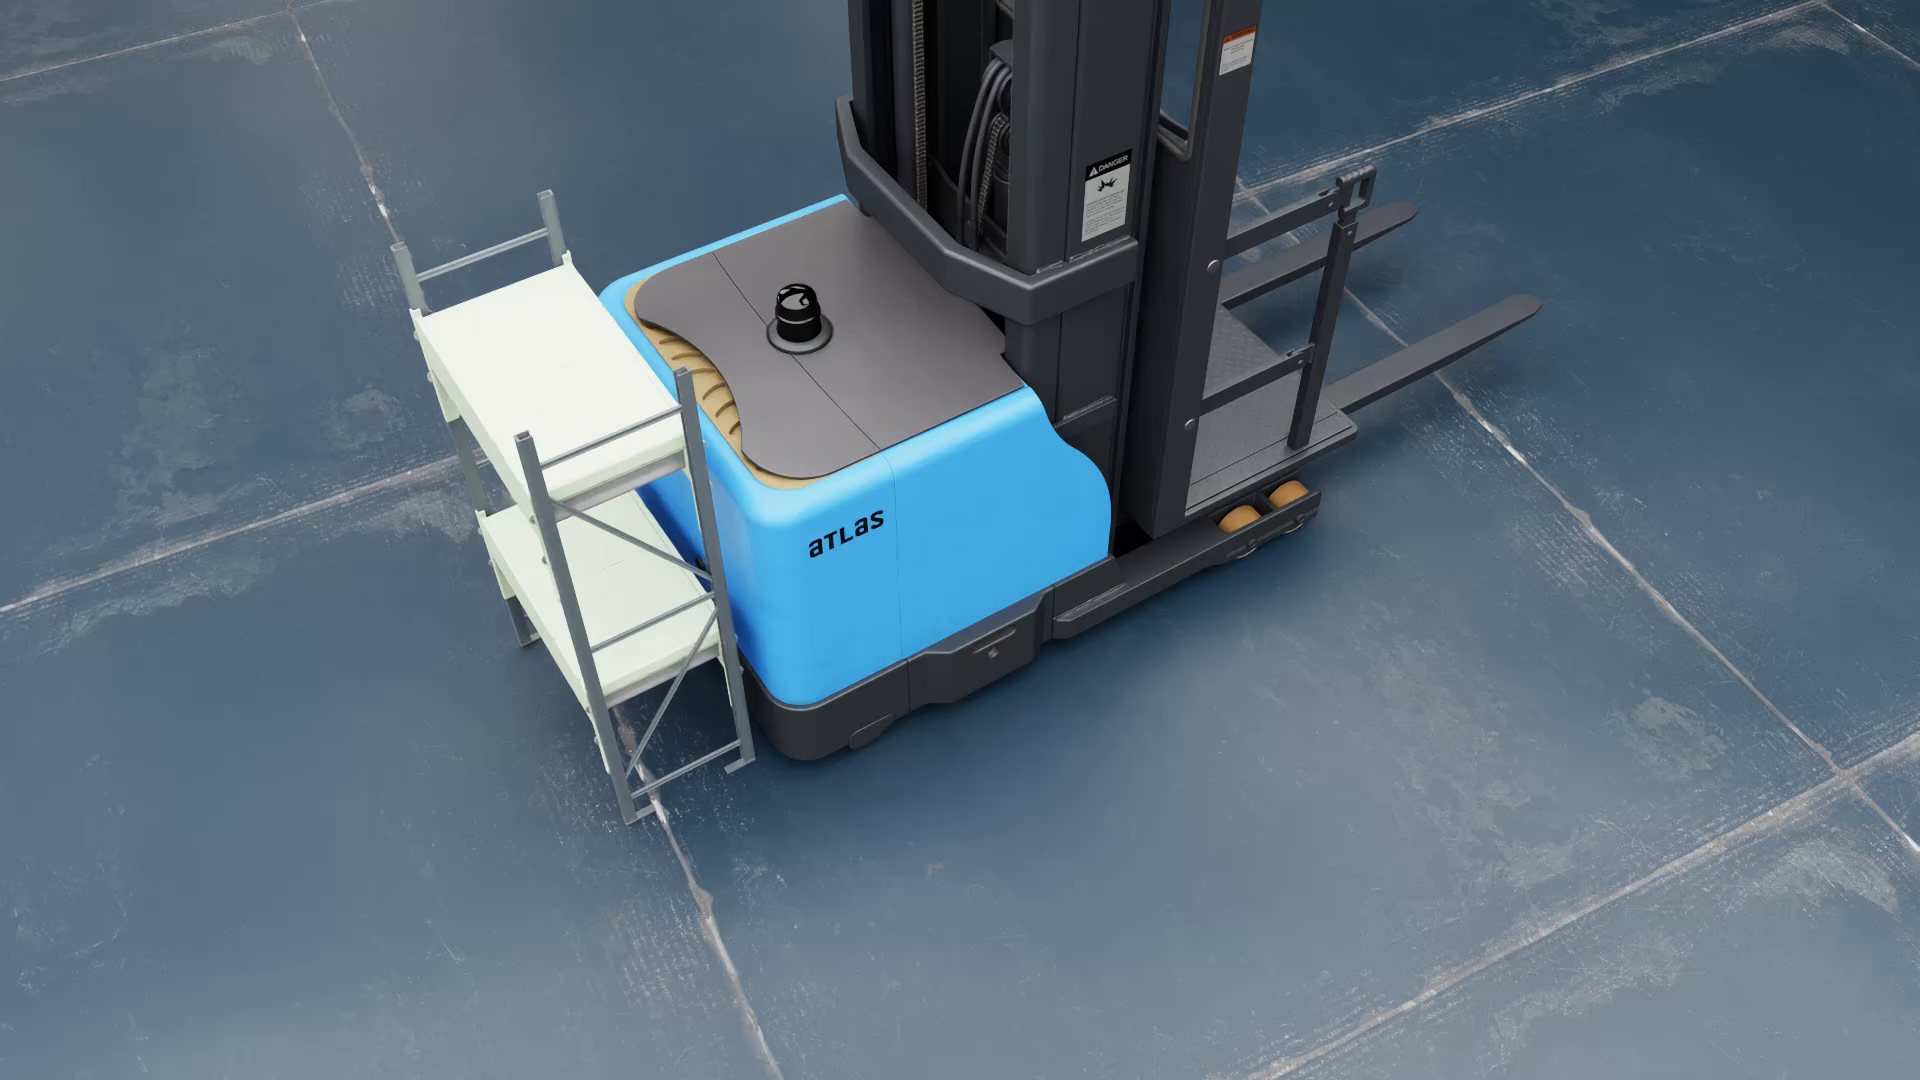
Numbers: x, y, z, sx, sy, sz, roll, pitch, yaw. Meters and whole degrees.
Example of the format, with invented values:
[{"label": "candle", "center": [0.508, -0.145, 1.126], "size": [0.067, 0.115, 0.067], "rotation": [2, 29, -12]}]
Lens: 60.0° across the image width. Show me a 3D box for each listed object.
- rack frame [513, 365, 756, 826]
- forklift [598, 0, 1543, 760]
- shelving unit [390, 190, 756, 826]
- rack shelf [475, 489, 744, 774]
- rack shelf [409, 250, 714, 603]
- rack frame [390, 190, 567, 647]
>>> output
[{"label": "rack frame", "center": [-0.752, 0.203, 4.076], "size": [0.400, 1.500, 0.023], "rotation": [-26, 54, -21]}, {"label": "forklift", "center": [0.531, -1.221, 4.371], "size": [3.031, 2.935, 1.130], "rotation": [-26, 54, -21]}, {"label": "shelving unit", "center": [-0.950, -0.029, 4.279], "size": [0.431, 1.500, 0.755], "rotation": [-26, 54, -21]}, {"label": "rack shelf", "center": [-0.950, 0.186, 4.524], "size": [0.431, 0.370, 0.720], "rotation": [-26, 54, -21]}, {"label": "rack shelf", "center": [-0.950, -0.286, 3.985], "size": [0.431, 0.370, 0.720], "rotation": [-26, 54, -21]}, {"label": "rack frame", "center": [-1.147, -0.261, 4.482], "size": [0.400, 1.500, 0.023], "rotation": [-26, 54, -21]}]
